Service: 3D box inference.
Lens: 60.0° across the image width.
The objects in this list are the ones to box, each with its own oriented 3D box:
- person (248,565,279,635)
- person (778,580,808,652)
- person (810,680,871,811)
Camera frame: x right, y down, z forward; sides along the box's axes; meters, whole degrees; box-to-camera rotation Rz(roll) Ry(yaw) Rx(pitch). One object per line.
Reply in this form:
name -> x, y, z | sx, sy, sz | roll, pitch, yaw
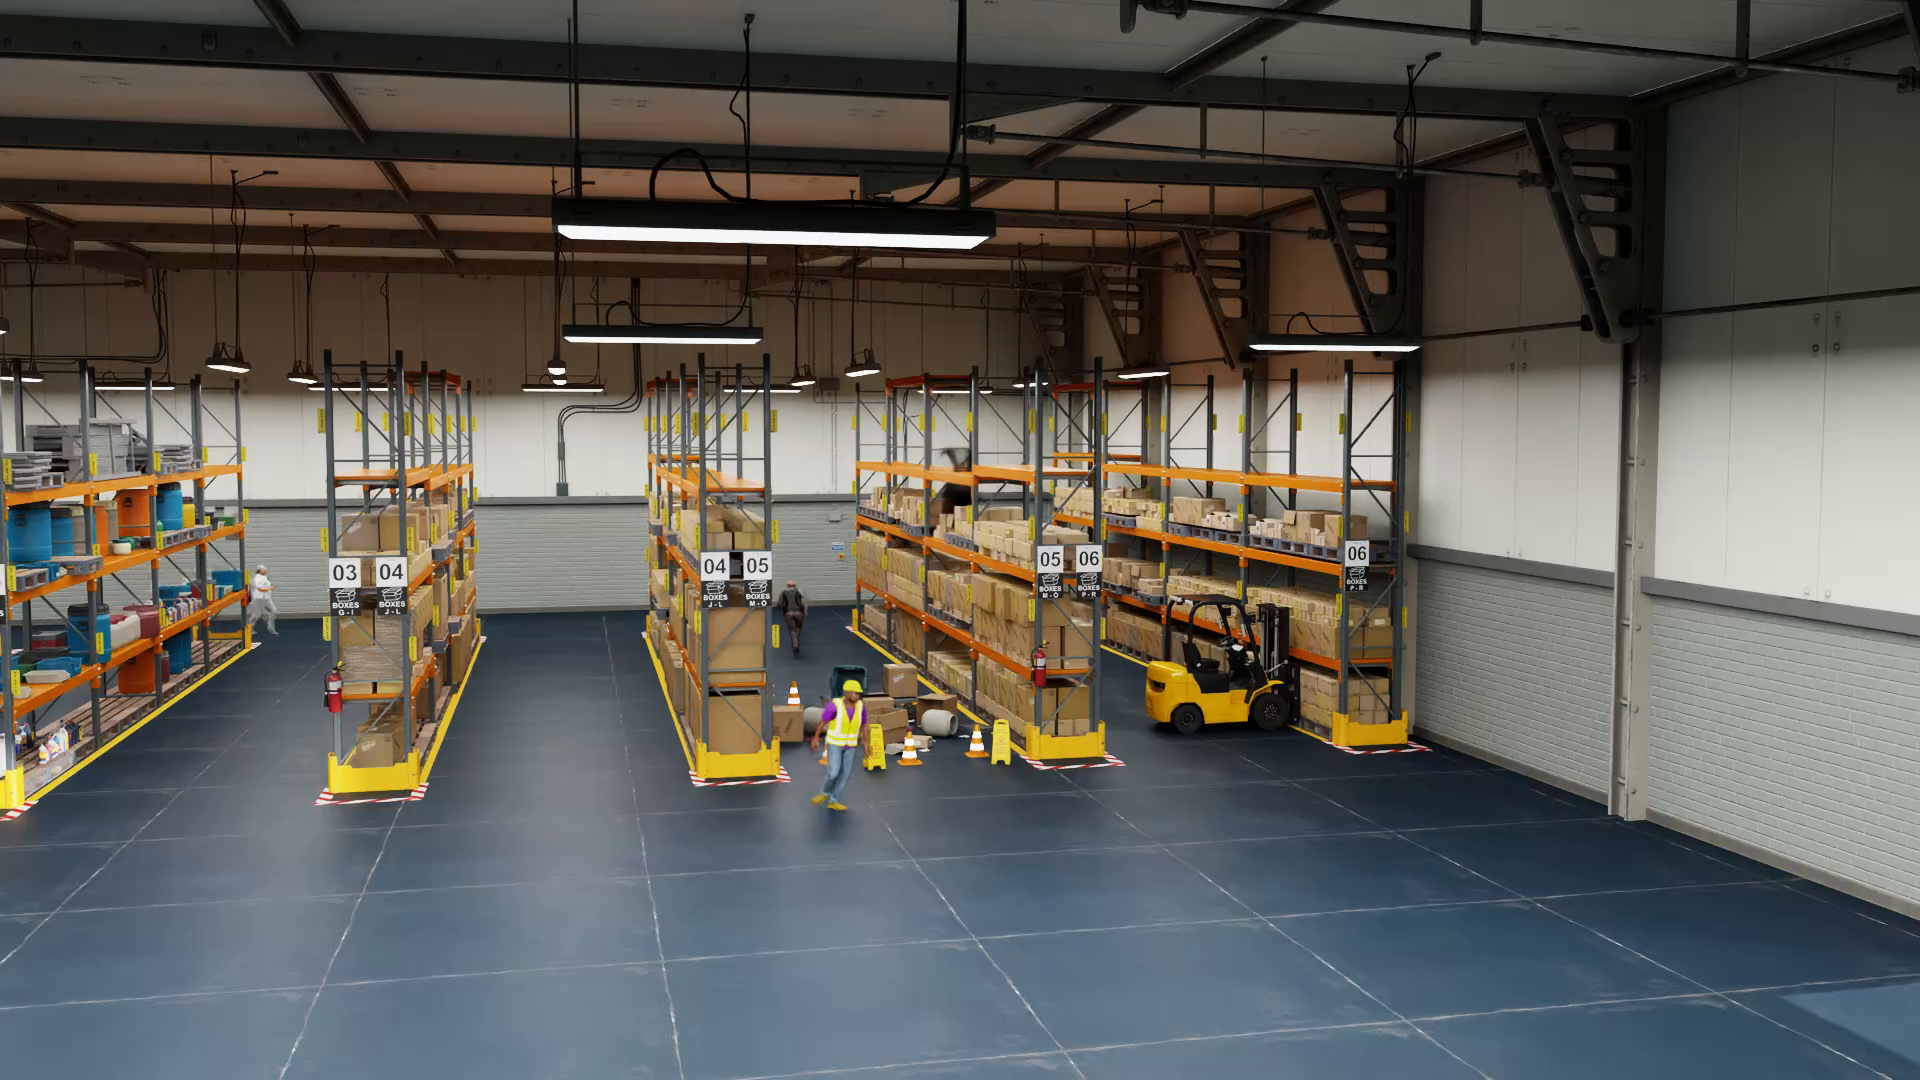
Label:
person -> -16.523, 1.437, 39.309 | 0.745, 1.713, 0.605 | 0, 4, -3
person -> -3.666, 1.683, 36.456 | 0.653, 1.529, 1.092 | -1, 4, -7
person -> -1.531, 2.648, 21.500 | 0.715, 1.724, 0.609 | -2, 5, -30
